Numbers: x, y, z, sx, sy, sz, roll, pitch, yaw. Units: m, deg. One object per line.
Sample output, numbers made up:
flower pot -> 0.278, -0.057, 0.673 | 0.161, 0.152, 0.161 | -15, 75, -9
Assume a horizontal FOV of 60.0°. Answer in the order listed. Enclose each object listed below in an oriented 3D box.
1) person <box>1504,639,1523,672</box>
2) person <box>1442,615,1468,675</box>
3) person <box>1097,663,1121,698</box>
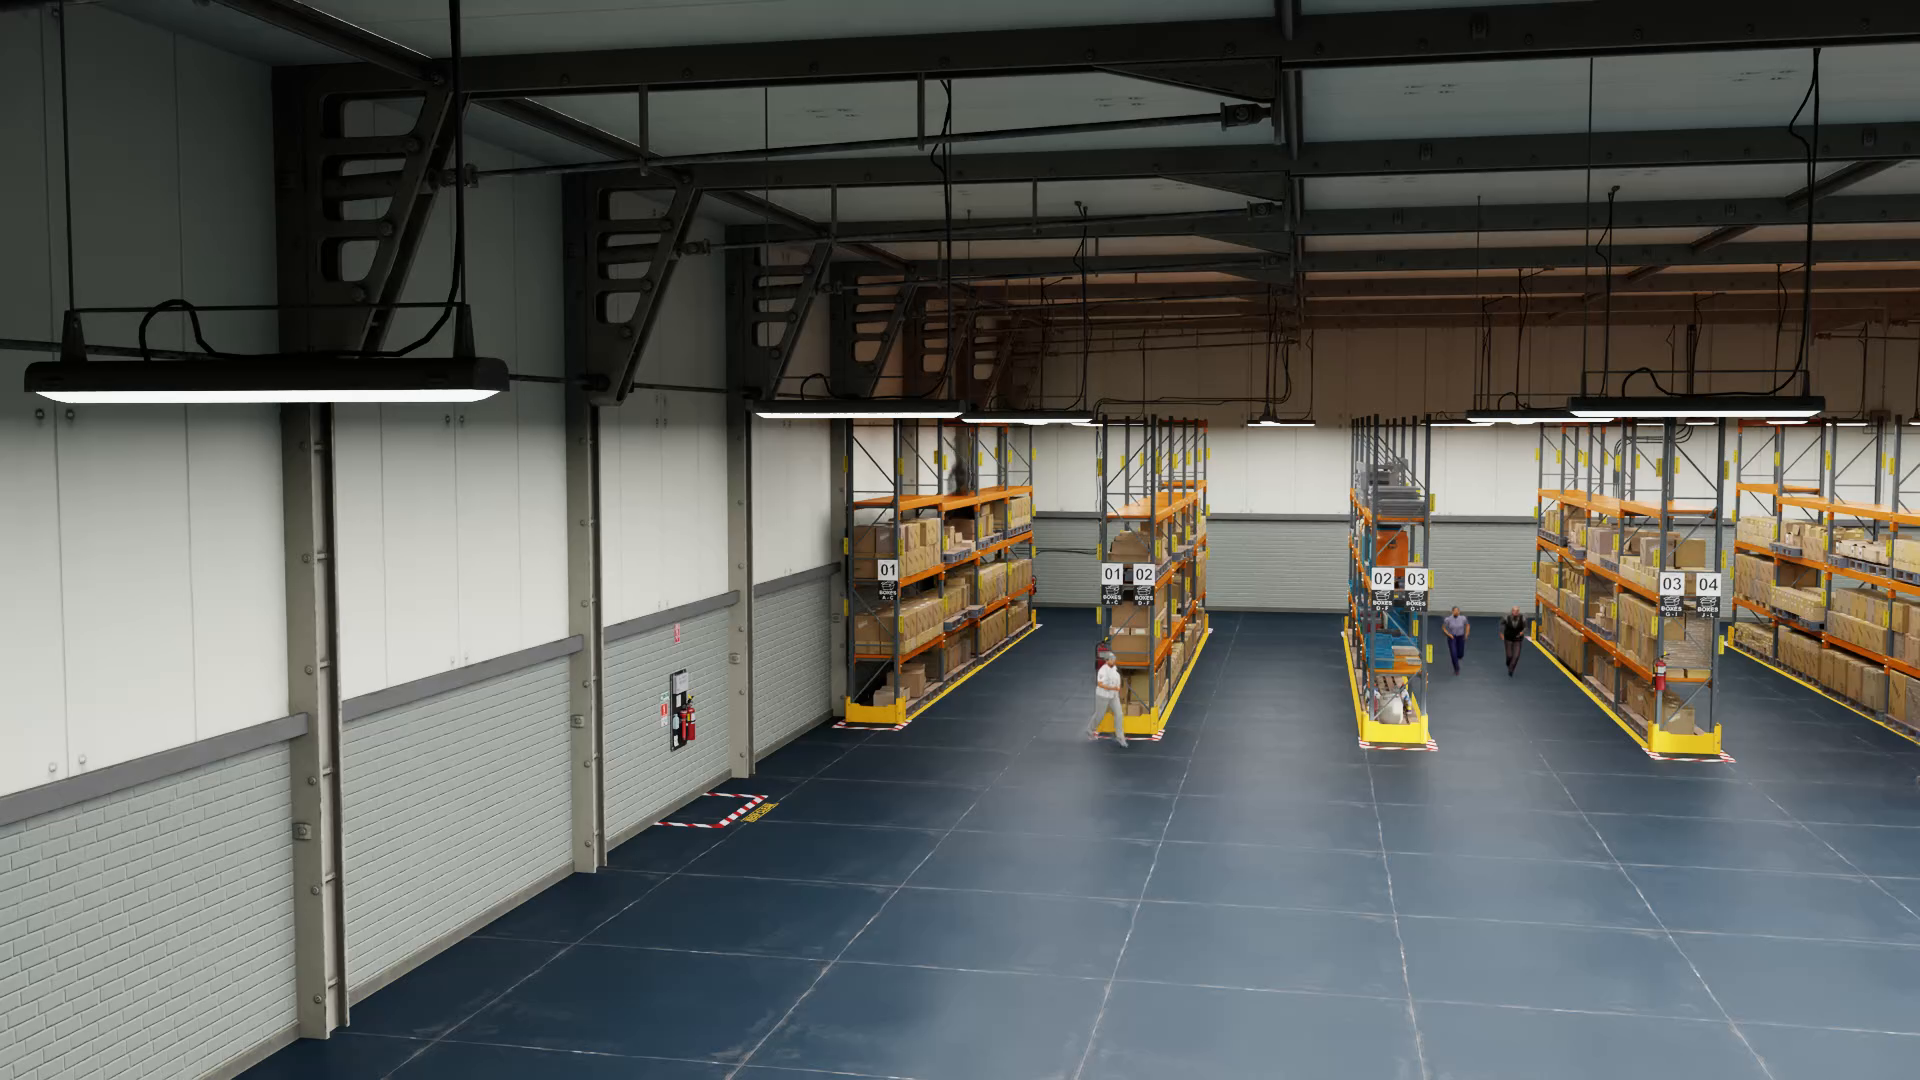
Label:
person -> 12.871, 2.638, 38.691 | 0.410, 0.912, 0.509 | 1, 4, 8
person -> 11.618, 2.438, 39.061 | 0.596, 1.444, 0.675 | 0, 4, 6
person -> 2.663, 2.533, 30.089 | 0.569, 0.594, 0.428 | -4, 5, -43
